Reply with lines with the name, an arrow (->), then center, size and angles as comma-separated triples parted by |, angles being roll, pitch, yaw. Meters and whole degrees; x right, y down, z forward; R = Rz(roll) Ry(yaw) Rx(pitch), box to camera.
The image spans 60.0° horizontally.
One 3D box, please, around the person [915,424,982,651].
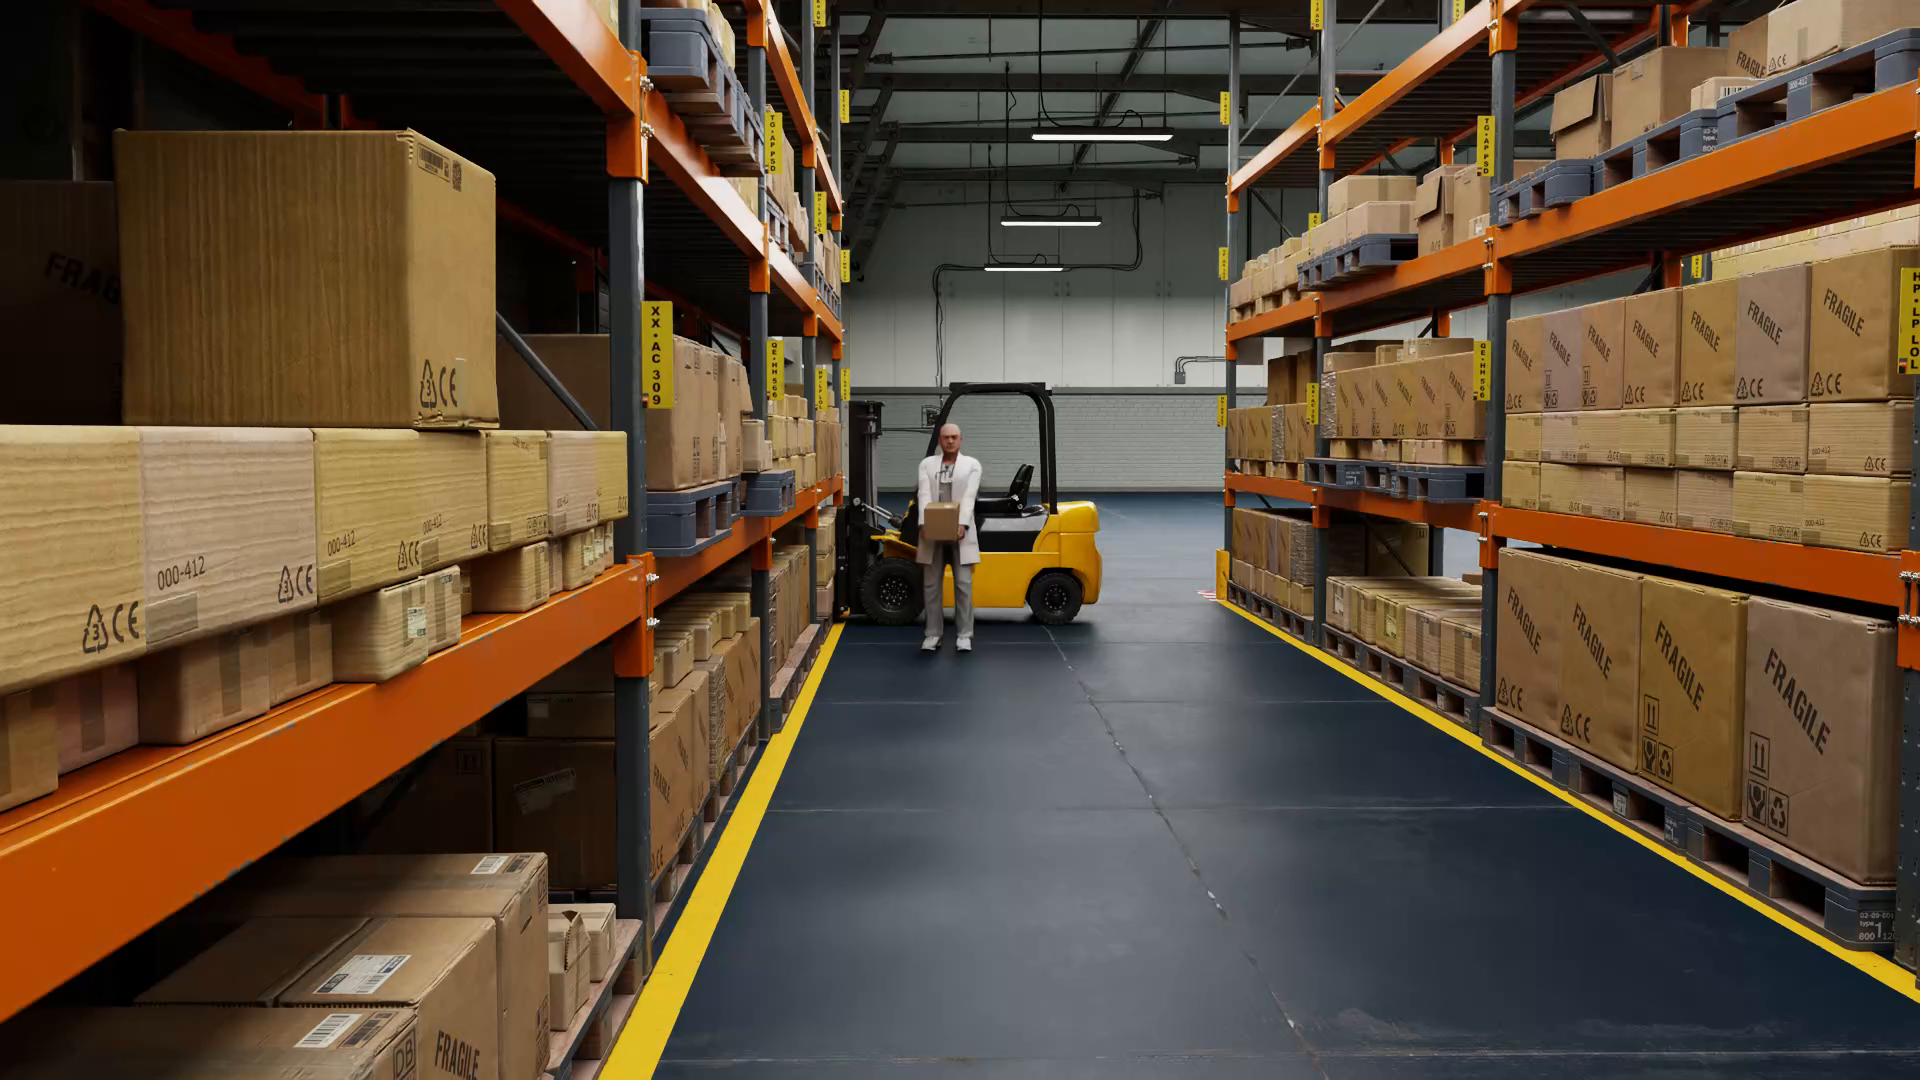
person -> -0.103, -0.018, 13.013 | 0.526, 1.780, 0.556 | 0, 4, 8
